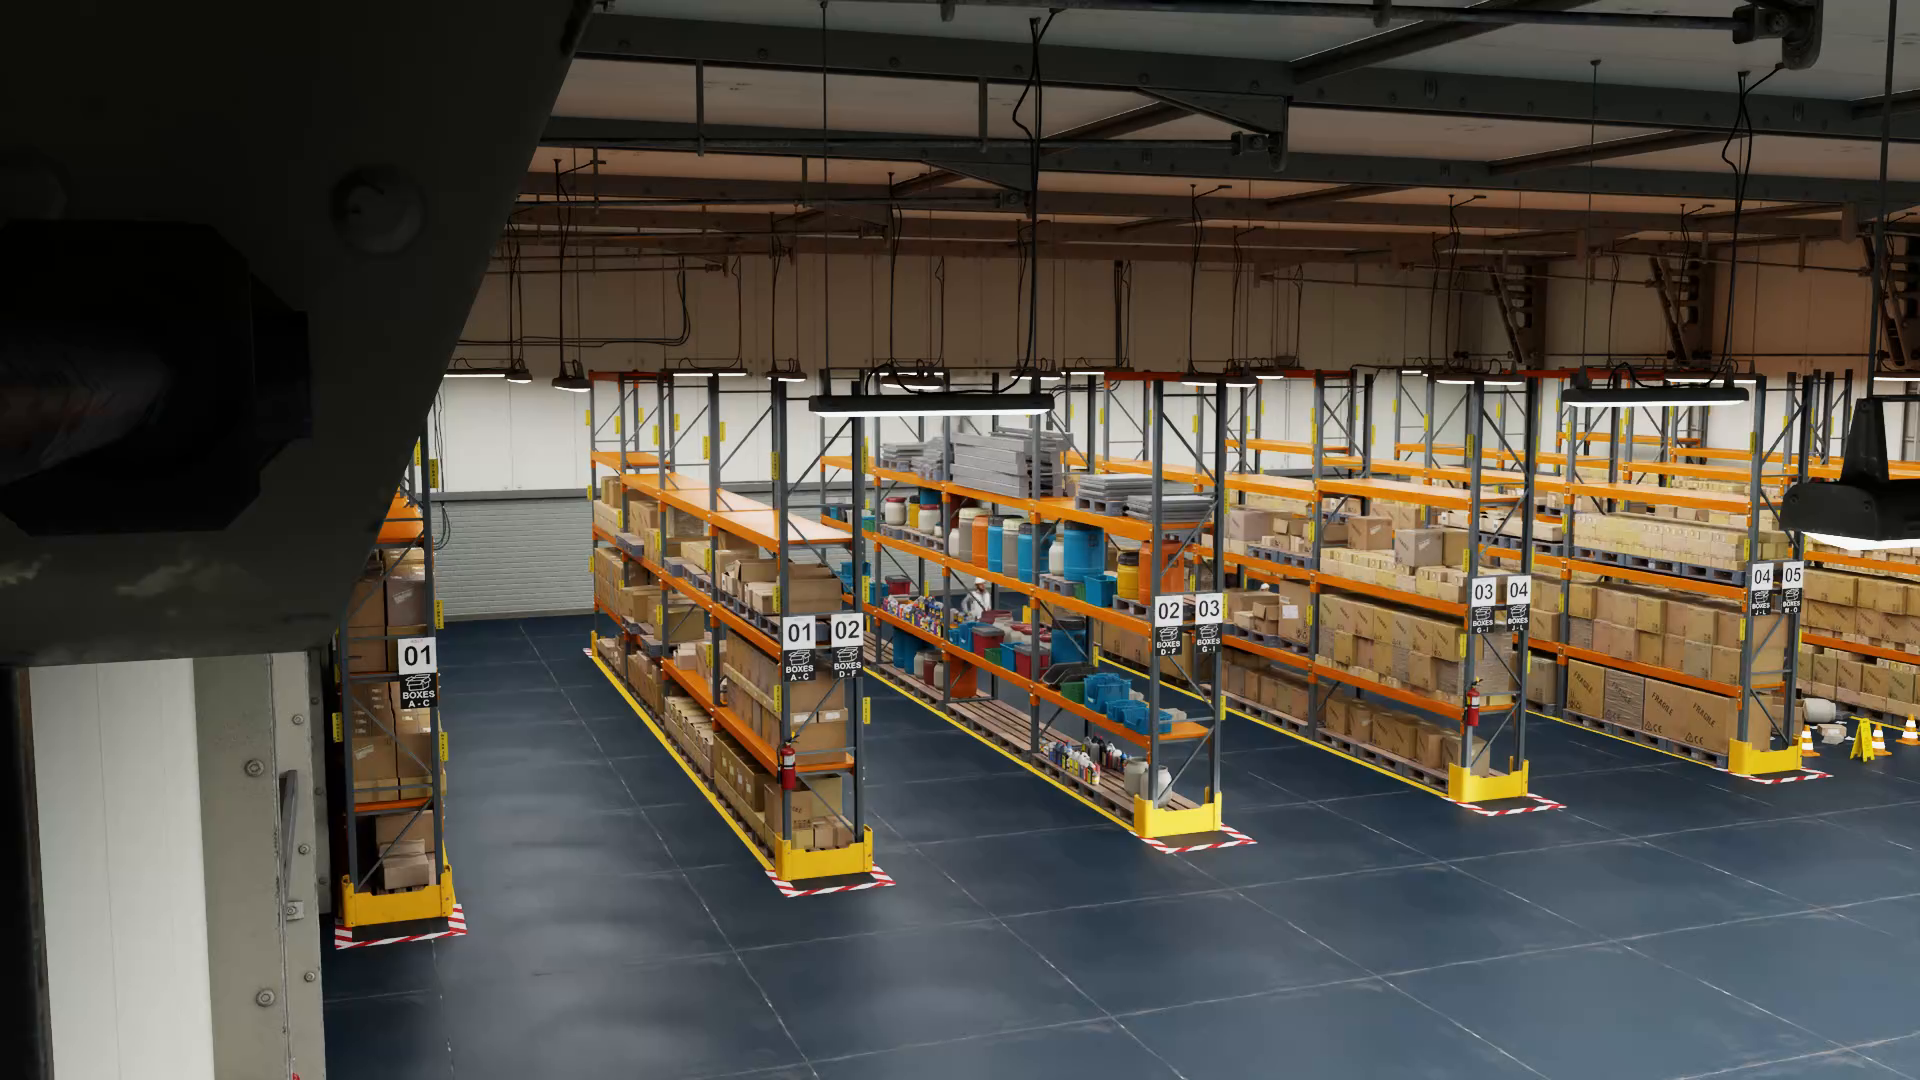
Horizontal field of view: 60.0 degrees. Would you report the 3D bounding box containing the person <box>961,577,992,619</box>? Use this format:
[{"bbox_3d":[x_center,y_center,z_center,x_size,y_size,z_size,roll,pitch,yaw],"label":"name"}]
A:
[{"bbox_3d":[0.430,1.636,34.206,0.630,1.753,0.678,-4,7,-31],"label":"person"}]

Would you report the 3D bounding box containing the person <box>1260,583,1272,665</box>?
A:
[{"bbox_3d":[6.108,1.745,33.305,0.668,1.759,0.856,-3,7,-26],"label":"person"}]

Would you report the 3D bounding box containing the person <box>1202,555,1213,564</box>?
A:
[{"bbox_3d":[6.135,0.926,41.474,0.760,1.629,0.713,-1,6,-10],"label":"person"}]

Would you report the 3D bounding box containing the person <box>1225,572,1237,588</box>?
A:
[{"bbox_3d":[6.835,0.835,41.432,0.836,1.749,0.730,-3,7,-23],"label":"person"}]
